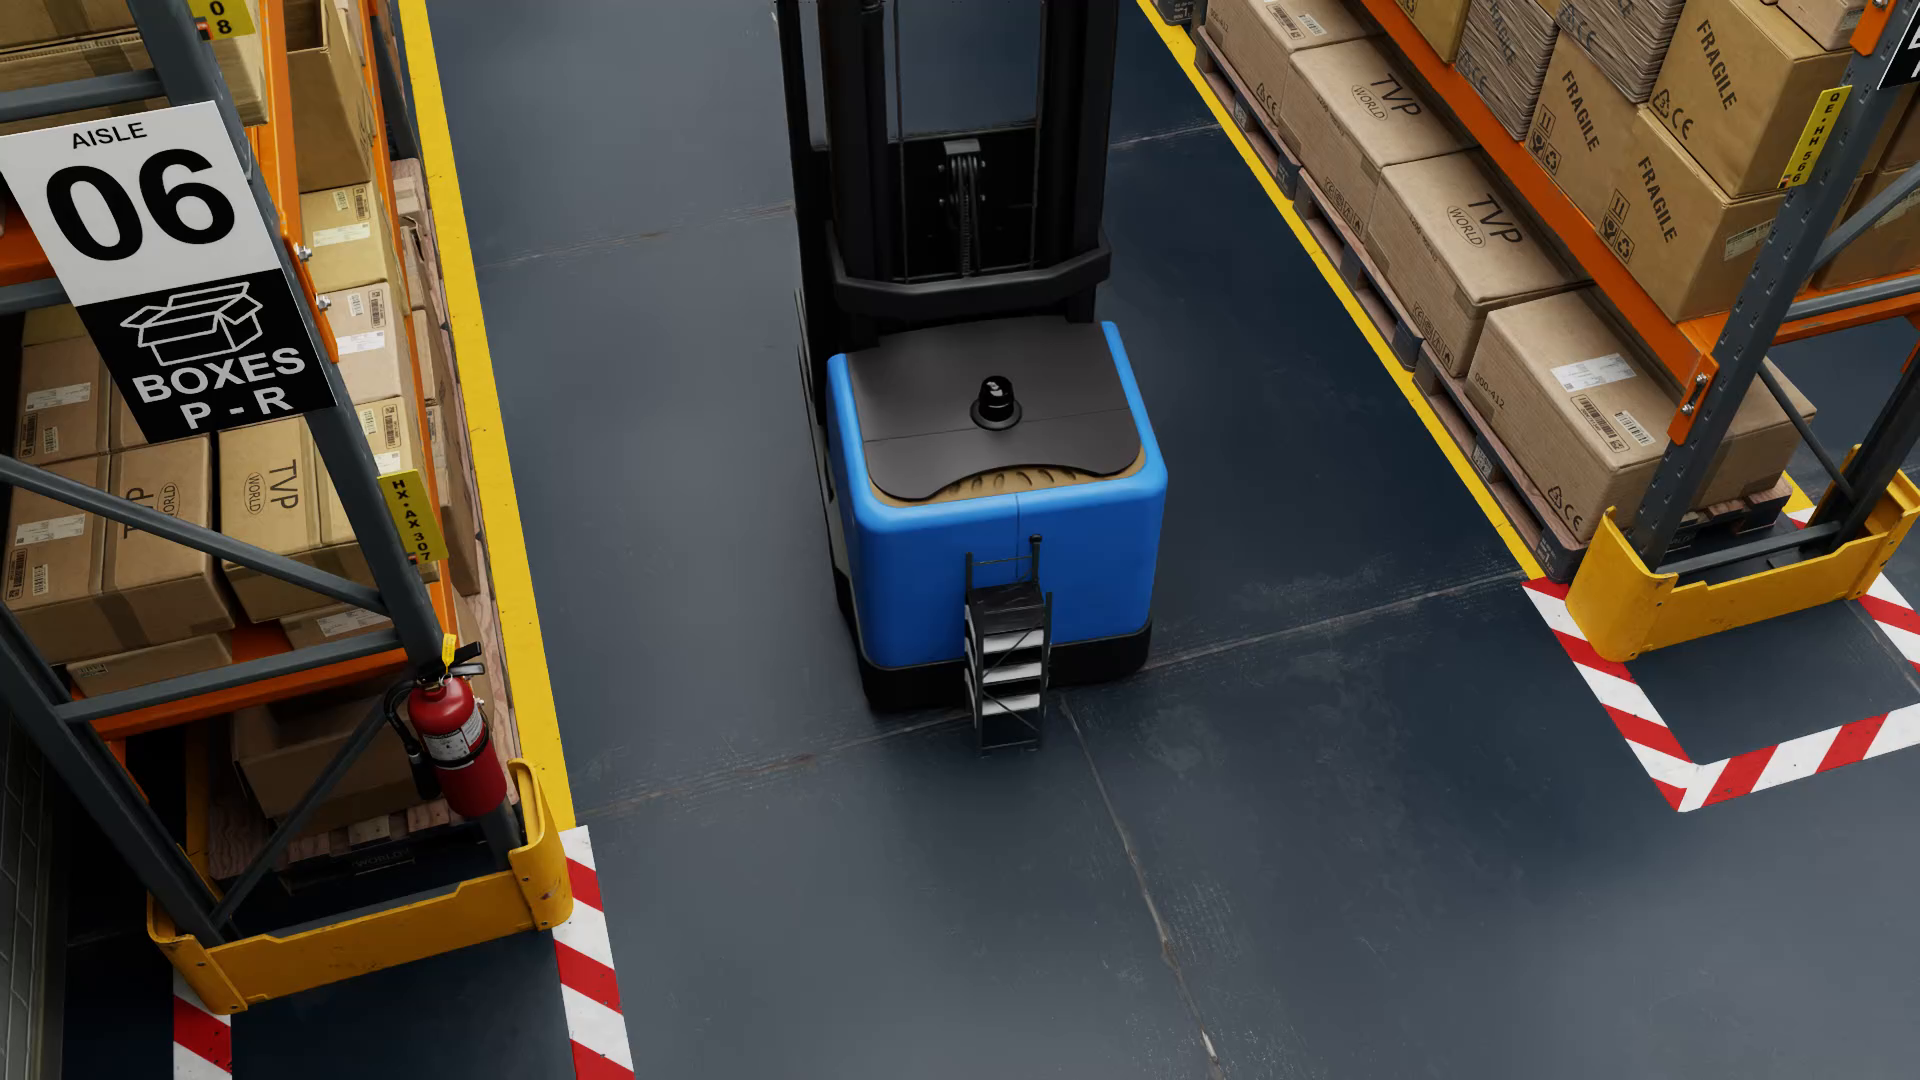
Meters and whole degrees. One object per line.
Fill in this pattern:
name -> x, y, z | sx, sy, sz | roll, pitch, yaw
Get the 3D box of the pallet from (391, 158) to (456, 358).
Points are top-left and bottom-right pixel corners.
pallet -> -2.833, -1.170, 7.388 | 1.003, 0.211, 1.213 | -13, 51, -11

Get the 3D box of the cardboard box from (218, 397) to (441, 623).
cardboard box -> -1.729, -0.089, 4.557 | 0.500, 0.250, 0.500 | -13, 51, -11

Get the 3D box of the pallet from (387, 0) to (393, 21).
pallet -> -3.676, -3.150, 9.058 | 1.003, 0.211, 1.213 | -13, 51, -11

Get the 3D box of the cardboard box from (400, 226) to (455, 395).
cardboard box -> -2.465, -0.839, 6.645 | 0.700, 0.500, 0.500 | -15, 52, -12

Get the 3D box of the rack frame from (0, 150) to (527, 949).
rack frame -> -1.852, 0.350, 4.282 | 1.000, 3.000, 0.127 | -13, 51, -11

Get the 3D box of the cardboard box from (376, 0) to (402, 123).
cardboard box -> -2.963, -2.305, 7.881 | 0.500, 0.500, 0.500 | -11, 51, -9

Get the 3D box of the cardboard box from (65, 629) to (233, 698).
cardboard box -> -2.206, 0.250, 4.531 | 0.380, 0.149, 0.250 | -14, 51, -11

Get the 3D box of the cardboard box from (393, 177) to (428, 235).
cardboard box -> -2.590, -1.447, 7.388 | 0.380, 0.149, 0.250 | -15, 51, -12

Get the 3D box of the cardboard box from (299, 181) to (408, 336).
cardboard box -> -2.031, -0.827, 5.178 | 0.500, 0.250, 0.500 | -14, 51, -12

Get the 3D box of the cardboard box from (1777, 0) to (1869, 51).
cardboard box -> 2.591, -1.555, 4.745 | 0.380, 0.149, 0.250 | -13, 51, -10

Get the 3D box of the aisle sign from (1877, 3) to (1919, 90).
aisle sign -> 2.614, -1.490, 4.133 | 0.394, 0.787, 0.004 | -13, 51, -11

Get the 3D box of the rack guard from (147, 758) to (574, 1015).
rack guard -> -1.874, 1.101, 5.285 | 1.175, 0.500, 0.348 | -13, 51, -11

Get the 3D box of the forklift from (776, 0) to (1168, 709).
forklift -> -0.078, -1.491, 5.879 | 1.130, 2.935, 3.031 | -8, 50, -7

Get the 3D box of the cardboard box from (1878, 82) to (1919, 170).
cardboard box -> 3.019, -1.544, 5.160 | 0.500, 0.500, 0.500 | -14, 51, -12

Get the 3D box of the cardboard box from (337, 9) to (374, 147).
cardboard box -> -2.354, -1.572, 5.807 | 0.500, 0.250, 0.500 | -14, 51, -11

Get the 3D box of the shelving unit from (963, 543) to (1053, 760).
shelving unit -> 0.156, 0.393, 5.620 | 0.258, 0.900, 0.210 | -8, 50, -7

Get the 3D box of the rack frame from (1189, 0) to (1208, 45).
rack frame -> 1.706, -3.696, 7.694 | 1.000, 3.000, 0.127 | -13, 51, -11

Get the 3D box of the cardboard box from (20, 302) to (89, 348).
cardboard box -> -2.535, -0.713, 5.082 | 0.500, 0.250, 0.500 | -12, 51, -10

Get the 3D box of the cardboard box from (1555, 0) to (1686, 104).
cardboard box -> 2.336, -1.802, 5.378 | 0.500, 0.500, 0.500 | -13, 51, -11

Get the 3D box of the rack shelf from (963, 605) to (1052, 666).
rack shelf -> 0.156, 0.298, 5.508 | 0.258, 0.077, 0.200 | -8, 50, -7

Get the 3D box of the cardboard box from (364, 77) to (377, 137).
cardboard box -> -2.348, -1.567, 6.063 | 0.380, 0.149, 0.250 | -14, 51, -12

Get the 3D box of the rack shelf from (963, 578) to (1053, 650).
rack shelf -> 0.156, 0.240, 5.439 | 0.258, 0.077, 0.200 | -8, 50, -7

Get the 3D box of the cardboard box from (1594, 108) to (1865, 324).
cardboard box -> 2.493, -1.099, 5.439 | 0.500, 0.500, 0.500 | -13, 51, -11

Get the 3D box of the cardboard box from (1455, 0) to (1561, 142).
cardboard box -> 2.198, -1.843, 6.066 | 0.500, 0.500, 0.500 | -12, 51, -10

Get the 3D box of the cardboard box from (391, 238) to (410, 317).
cardboard box -> -2.021, -0.823, 5.436 | 0.380, 0.149, 0.250 | -15, 51, -12

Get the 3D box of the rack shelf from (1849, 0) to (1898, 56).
rack shelf -> 2.297, -2.970, 5.590 | 1.077, 0.370, 4.000 | -13, 51, -11

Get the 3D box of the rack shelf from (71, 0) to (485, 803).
rack shelf -> -2.443, -0.878, 5.789 | 1.077, 0.370, 4.000 | -13, 51, -11

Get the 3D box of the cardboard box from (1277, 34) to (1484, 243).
cardboard box -> 2.054, -1.869, 7.555 | 0.875, 0.438, 0.875 | -15, 51, -12

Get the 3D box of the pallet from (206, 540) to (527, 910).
pallet -> -2.111, 0.612, 5.886 | 1.003, 0.211, 1.213 | -13, 51, -11

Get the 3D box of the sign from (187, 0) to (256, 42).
sign -> -1.334, -1.021, 2.905 | 0.100, 0.325, 0.005 | -13, 51, -11

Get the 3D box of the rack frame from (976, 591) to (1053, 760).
rack frame -> 0.174, 0.469, 5.555 | 0.240, 0.900, 0.006 | -8, 50, -7

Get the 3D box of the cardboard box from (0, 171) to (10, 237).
cardboard box -> -2.168, -0.717, 3.384 | 0.380, 0.149, 0.250 | -12, 51, -10

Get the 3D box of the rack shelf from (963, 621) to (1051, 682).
rack shelf -> 0.156, 0.356, 5.577 | 0.258, 0.077, 0.200 | -8, 50, -7

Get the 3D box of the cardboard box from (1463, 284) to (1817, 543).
cardboard box -> 2.598, -0.543, 6.437 | 0.875, 0.438, 0.875 | -15, 51, -12

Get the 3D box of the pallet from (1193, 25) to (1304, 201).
pallet -> 1.856, -2.224, 8.277 | 1.003, 0.211, 1.213 | -13, 51, -11

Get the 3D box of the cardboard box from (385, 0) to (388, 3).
cardboard box -> -3.273, -3.057, 8.515 | 0.500, 0.500, 0.500 | -15, 51, -12

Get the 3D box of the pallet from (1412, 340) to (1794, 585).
pallet -> 2.577, -0.442, 6.774 | 1.003, 0.211, 1.213 | -13, 51, -11

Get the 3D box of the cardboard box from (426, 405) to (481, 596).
cardboard box -> -2.158, -0.080, 6.006 | 0.700, 0.500, 0.500 | -11, 51, -9

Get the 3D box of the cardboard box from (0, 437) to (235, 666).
cardboard box -> -2.242, 0.027, 4.459 | 0.500, 0.250, 0.500 | -12, 51, -10

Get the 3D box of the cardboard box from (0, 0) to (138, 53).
cardboard box -> -1.743, -1.206, 3.209 | 0.500, 0.250, 0.500 | -14, 51, -11
